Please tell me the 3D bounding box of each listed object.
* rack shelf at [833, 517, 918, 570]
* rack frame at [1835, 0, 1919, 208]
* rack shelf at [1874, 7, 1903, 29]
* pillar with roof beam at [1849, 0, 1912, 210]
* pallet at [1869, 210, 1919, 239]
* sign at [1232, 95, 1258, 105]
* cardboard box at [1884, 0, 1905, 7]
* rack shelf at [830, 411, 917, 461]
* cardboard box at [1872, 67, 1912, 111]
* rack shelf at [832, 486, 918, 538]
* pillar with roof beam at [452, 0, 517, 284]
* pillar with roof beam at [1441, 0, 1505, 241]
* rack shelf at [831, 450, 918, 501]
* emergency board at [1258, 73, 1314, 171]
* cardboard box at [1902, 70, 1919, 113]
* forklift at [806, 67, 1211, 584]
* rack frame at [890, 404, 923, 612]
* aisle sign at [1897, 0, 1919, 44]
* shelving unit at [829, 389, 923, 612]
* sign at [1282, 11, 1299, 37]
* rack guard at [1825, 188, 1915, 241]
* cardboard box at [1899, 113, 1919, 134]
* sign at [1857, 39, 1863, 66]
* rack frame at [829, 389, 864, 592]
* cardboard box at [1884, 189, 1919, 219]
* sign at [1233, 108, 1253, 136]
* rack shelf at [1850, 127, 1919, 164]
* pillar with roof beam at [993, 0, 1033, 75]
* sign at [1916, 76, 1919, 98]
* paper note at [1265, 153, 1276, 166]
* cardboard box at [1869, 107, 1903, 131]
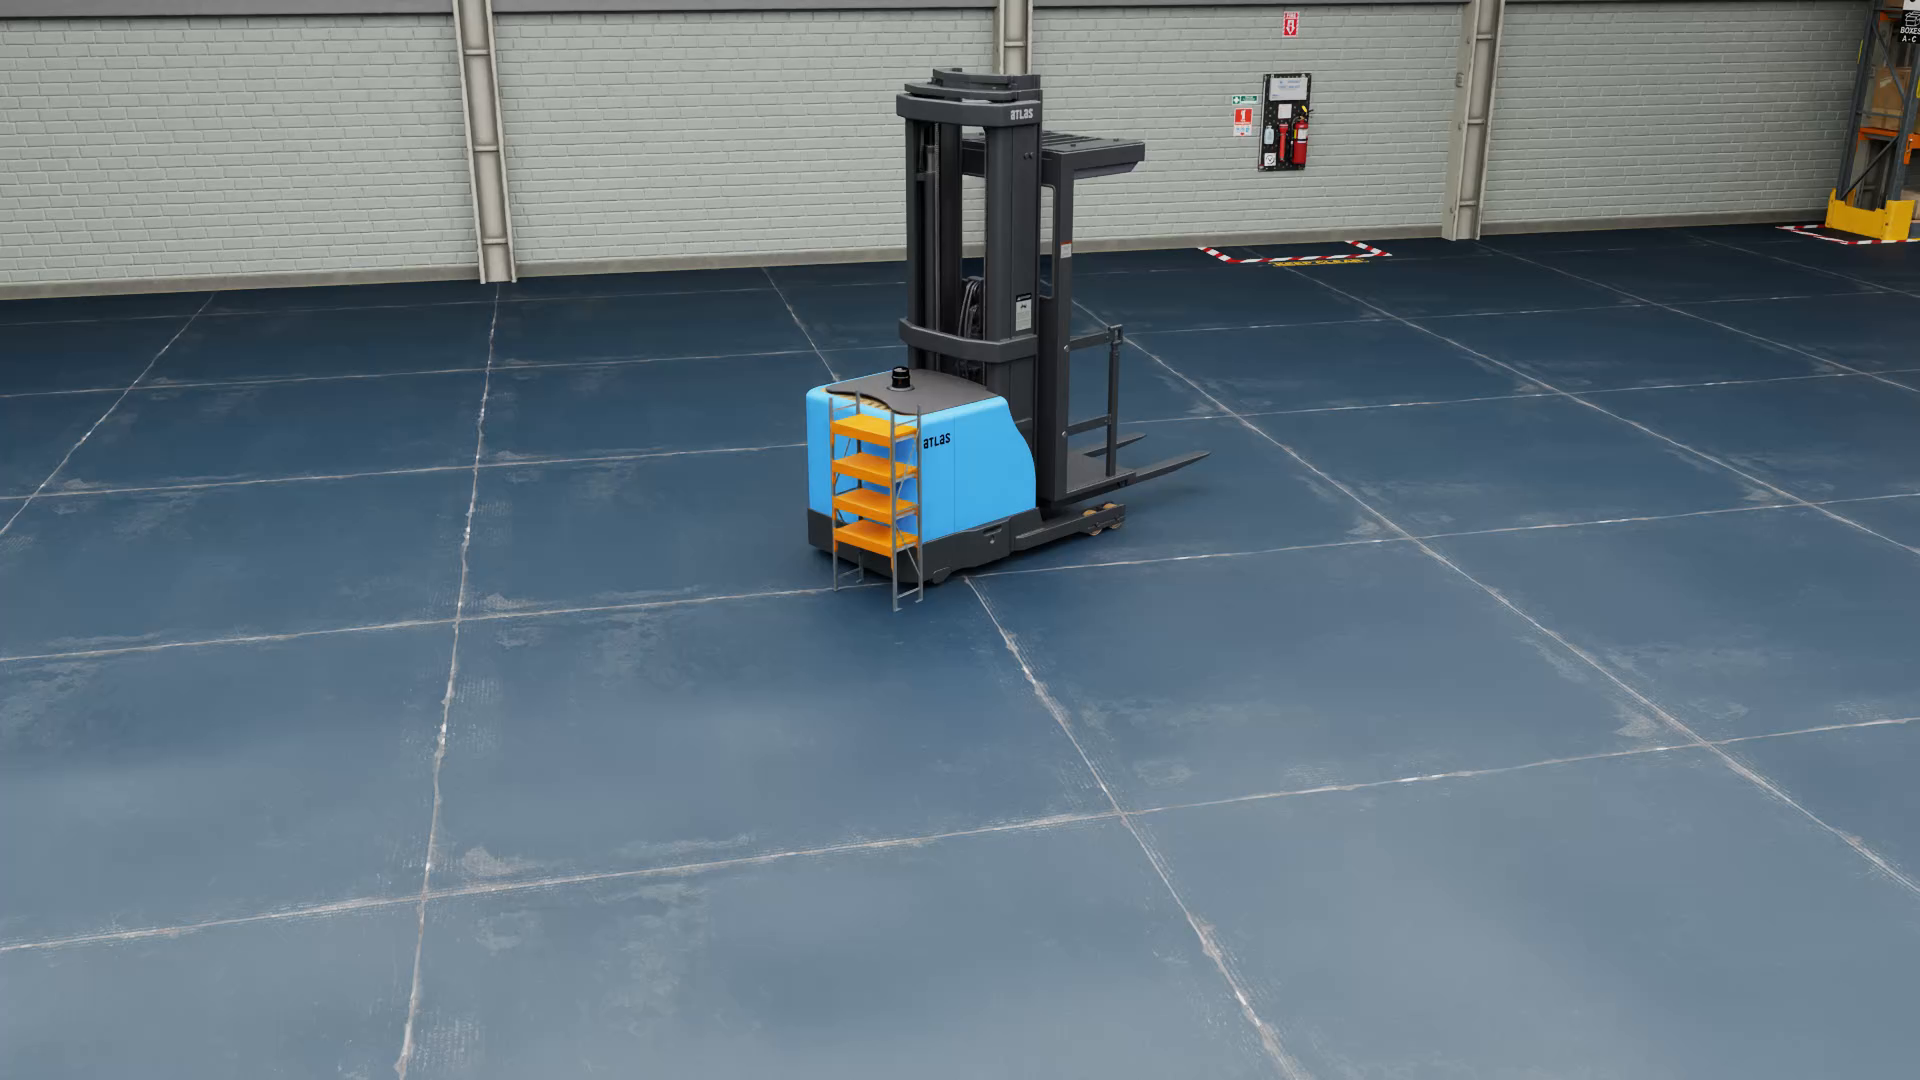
[{"bbox_3d":[-0.488,0.018,9.793,0.480,0.148,0.258,17,26,38],"label":"rack shelf"},{"bbox_3d":[11.805,-5.435,21.291,0.127,3.000,1.000,-5,21,-12],"label":"rack frame"},{"bbox_3d":[13.752,-6.664,21.331,4.000,0.370,1.077,-5,21,-12],"label":"rack shelf"},{"bbox_3d":[13.278,-7.156,17.267,0.400,9.000,9.100,-5,21,-12],"label":"pillar with roof beam"},{"bbox_3d":[12.678,-4.184,21.930,1.213,0.211,1.003,-5,21,-12],"label":"pallet"},{"bbox_3d":[3.479,-5.376,20.308,0.331,0.109,0.001,-5,21,-12],"label":"sign"},{"bbox_3d":[12.153,-7.018,21.076,0.500,0.500,0.500,-3,20,-9],"label":"cardboard box"},{"bbox_3d":[-0.488,-0.600,9.566,0.480,0.148,0.258,17,26,38],"label":"rack shelf"},{"bbox_3d":[12.215,-5.835,21.481,0.500,0.500,0.500,-5,21,-13],"label":"cardboard box"},{"bbox_3d":[-0.488,-0.168,9.724,0.480,0.148,0.258,17,26,38],"label":"rack shelf"},{"bbox_3d":[-4.239,-5.731,13.378,0.400,9.000,9.100,-5,21,-12],"label":"pillar with roof beam"},{"bbox_3d":[7.439,-6.681,15.971,0.400,9.000,9.100,-5,21,-12],"label":"pillar with roof beam"},{"bbox_3d":[-0.488,-0.378,9.647,0.480,0.148,0.258,17,26,38],"label":"rack shelf"},{"bbox_3d":[4.035,-5.122,20.437,0.643,1.169,0.194,-5,21,-12],"label":"emergency board"},{"bbox_3d":[12.339,-5.663,21.013,0.500,0.500,0.500,-5,21,-12],"label":"cardboard box"},{"bbox_3d":[0.459,-1.523,10.710,3.031,2.935,1.130,-18,27,-40],"label":"forklift"},{"bbox_3d":[-0.304,-0.176,9.550,0.015,1.200,0.240,17,26,38],"label":"rack frame"},{"bbox_3d":[11.804,-6.550,20.554,0.004,0.787,0.394,-5,21,-12],"label":"aisle sign"},{"bbox_3d":[-0.488,-0.231,9.701,0.503,1.200,0.258,17,26,38],"label":"shelving unit"},{"bbox_3d":[4.004,-6.244,20.128,0.199,0.298,0.001,-5,21,-12],"label":"sign"},{"bbox_3d":[11.879,-4.267,21.737,0.348,0.500,1.175,-5,21,-12],"label":"rack guard"},{"bbox_3d":[12.353,-5.306,21.129,0.500,0.250,0.500,-5,21,-14],"label":"cardboard box"},{"bbox_3d":[11.697,-6.315,21.549,0.005,0.325,0.100,-5,21,-12],"label":"sign"},{"bbox_3d":[-0.671,-0.287,9.852,0.015,1.200,0.240,17,26,38],"label":"rack frame"},{"bbox_3d":[12.499,-4.404,21.745,0.500,0.311,0.500,-7,21,-19],"label":"cardboard box"},{"bbox_3d":[3.473,-5.130,20.406,0.234,0.329,0.001,-5,21,-12],"label":"sign"},{"bbox_3d":[13.752,-5.256,21.847,4.000,0.370,1.077,-5,21,-12],"label":"rack shelf"},{"bbox_3d":[1.600,-6.206,14.674,0.400,9.000,9.100,-5,21,-12],"label":"pillar with roof beam"},{"bbox_3d":[11.930,-5.660,20.646,0.005,0.325,0.100,-5,21,-12],"label":"sign"},{"bbox_3d":[3.847,-4.718,20.614,0.142,0.148,0.016,-5,21,-12],"label":"paper note"},{"bbox_3d":[12.216,-5.476,21.592,0.500,0.250,0.500,-4,21,-12],"label":"cardboard box"}]
